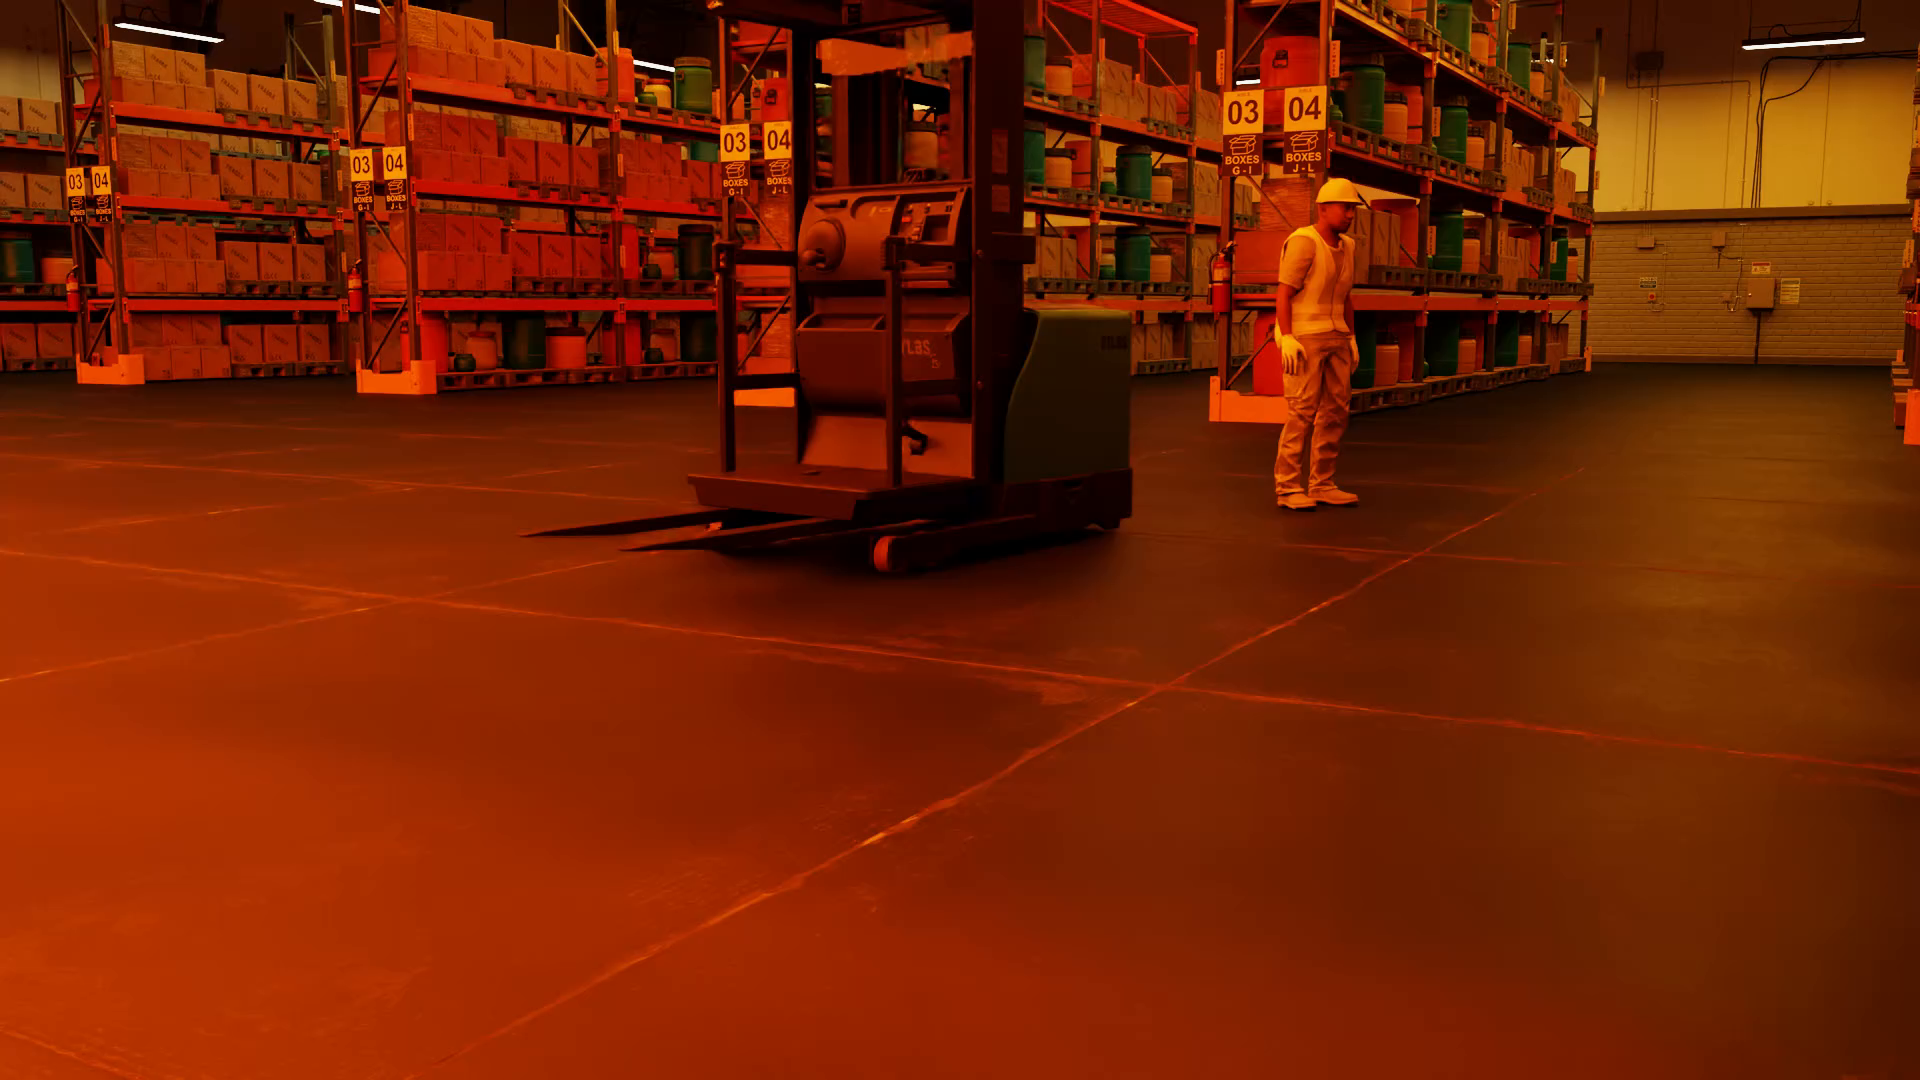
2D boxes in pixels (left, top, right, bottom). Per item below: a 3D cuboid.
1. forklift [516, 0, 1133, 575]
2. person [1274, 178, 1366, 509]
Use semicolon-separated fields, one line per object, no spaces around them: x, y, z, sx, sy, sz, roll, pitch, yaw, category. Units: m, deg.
-0.481;-1.386;7.133;1.130;2.935;3.031;6;10;39;forklift
1.967;-1.067;9.078;0.618;1.772;0.453;-6;10;-38;person
